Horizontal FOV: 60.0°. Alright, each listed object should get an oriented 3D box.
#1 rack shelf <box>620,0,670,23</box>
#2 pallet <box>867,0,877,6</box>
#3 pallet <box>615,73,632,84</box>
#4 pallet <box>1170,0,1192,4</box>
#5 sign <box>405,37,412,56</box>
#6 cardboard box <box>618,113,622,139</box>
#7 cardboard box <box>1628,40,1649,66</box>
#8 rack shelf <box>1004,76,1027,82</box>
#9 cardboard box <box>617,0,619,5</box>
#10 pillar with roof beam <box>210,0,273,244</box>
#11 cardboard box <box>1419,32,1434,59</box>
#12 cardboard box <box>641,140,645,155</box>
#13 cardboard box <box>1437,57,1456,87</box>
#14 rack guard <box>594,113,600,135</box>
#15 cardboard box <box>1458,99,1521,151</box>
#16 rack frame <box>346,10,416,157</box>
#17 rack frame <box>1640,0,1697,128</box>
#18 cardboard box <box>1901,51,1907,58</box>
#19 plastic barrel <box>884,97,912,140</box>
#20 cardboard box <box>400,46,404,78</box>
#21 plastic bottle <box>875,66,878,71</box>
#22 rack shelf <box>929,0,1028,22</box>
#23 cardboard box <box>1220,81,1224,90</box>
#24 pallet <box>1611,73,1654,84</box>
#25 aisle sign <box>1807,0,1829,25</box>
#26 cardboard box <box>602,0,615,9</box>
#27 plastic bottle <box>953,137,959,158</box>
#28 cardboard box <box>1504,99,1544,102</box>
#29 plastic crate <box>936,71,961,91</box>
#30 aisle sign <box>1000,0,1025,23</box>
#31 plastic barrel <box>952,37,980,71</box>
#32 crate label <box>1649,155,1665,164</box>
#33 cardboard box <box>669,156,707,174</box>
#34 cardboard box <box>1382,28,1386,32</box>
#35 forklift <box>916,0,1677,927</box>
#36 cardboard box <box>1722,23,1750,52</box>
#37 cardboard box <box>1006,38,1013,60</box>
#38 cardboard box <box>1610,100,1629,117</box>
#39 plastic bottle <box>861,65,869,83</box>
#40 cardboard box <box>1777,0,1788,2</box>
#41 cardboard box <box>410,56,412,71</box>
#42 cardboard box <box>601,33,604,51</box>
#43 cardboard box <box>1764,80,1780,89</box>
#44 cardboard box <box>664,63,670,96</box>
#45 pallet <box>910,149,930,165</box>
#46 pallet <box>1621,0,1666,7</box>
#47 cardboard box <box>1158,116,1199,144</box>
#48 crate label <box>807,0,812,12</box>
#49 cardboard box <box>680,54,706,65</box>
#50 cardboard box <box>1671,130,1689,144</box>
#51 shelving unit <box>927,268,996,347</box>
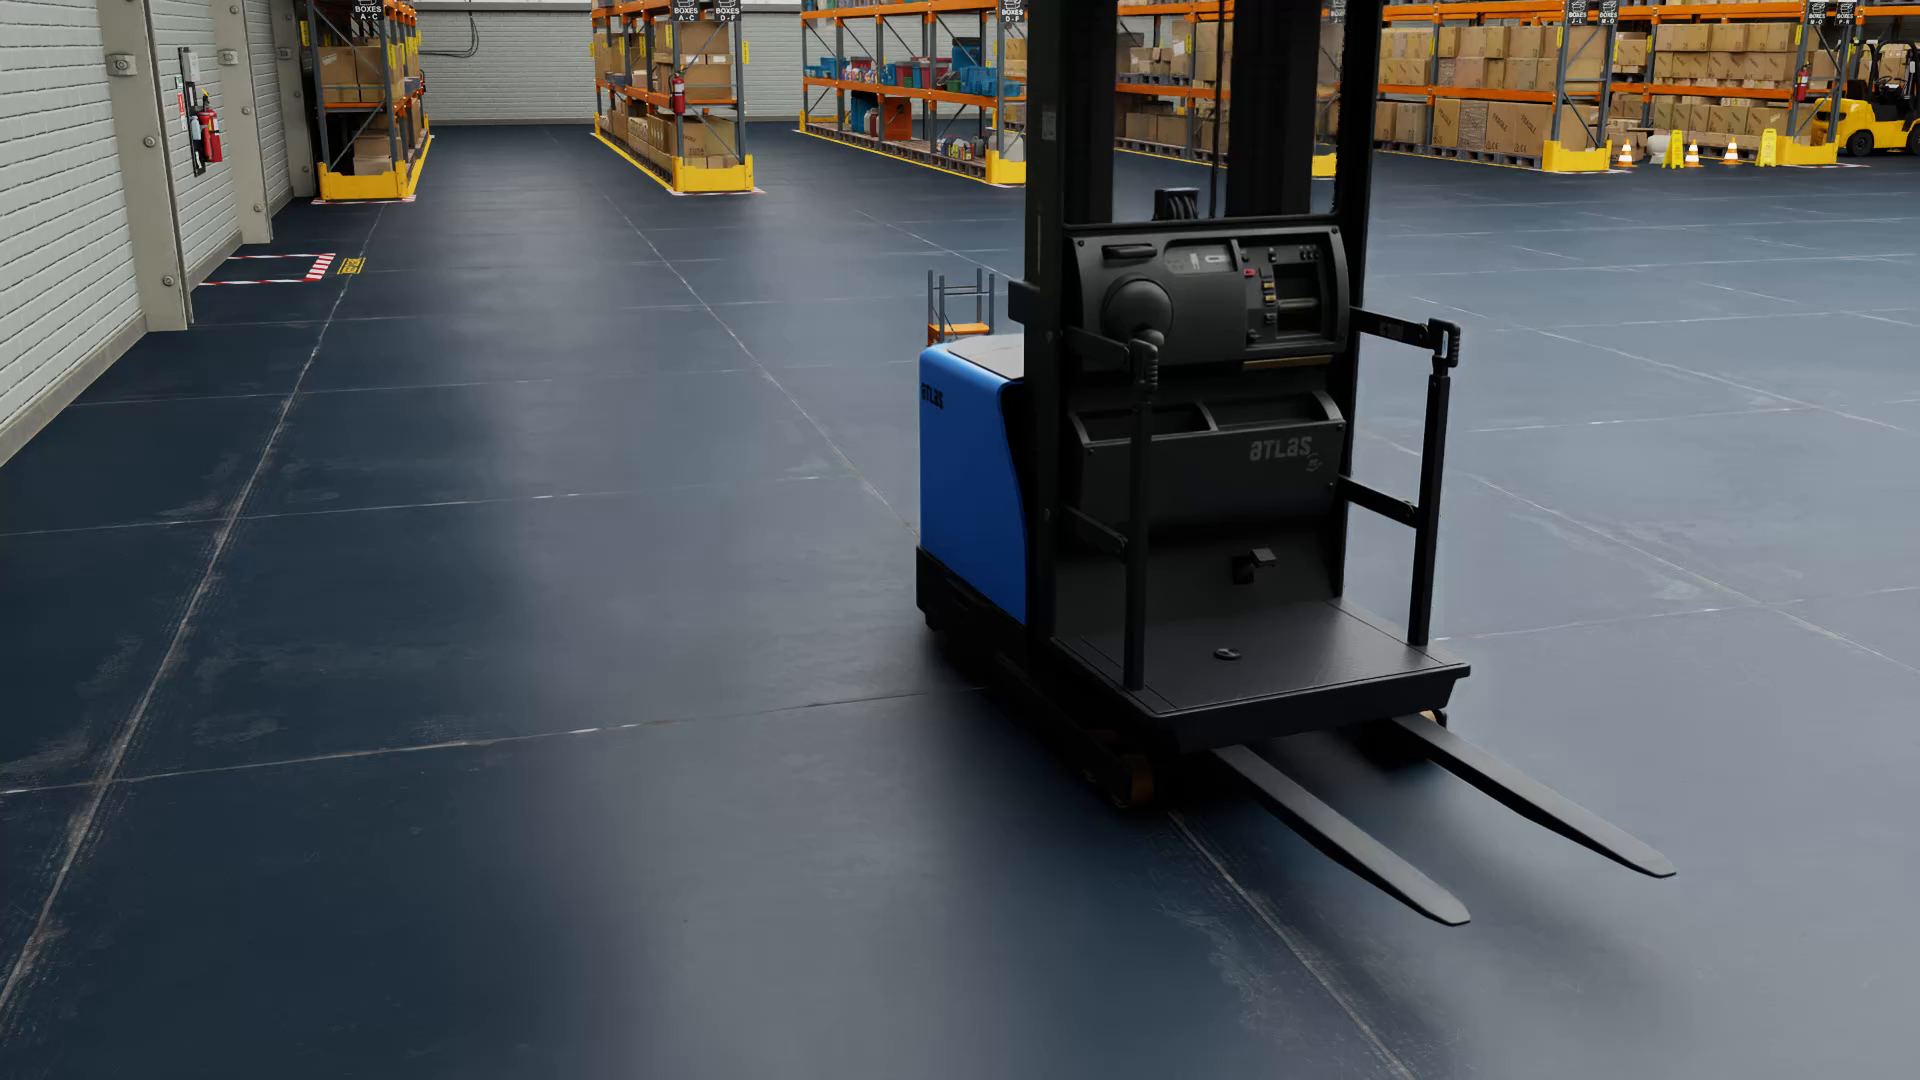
[{"bbox_3d":[-5.348,-9.442,29.706,1.077,0.370,4.000,-5,17,-15],"label":"rack shelf"},{"bbox_3d":[-1.250,-10.859,33.502,1.003,0.211,1.213,-5,17,-15],"label":"pallet"},{"bbox_3d":[-6.437,-9.348,33.693,1.003,0.211,1.213,-5,17,-15],"label":"pallet"},{"bbox_3d":[4.660,-10.104,30.988,1.213,0.211,1.003,-5,17,-15],"label":"pallet"},{"bbox_3d":[-10.140,-9.072,30.565,0.100,0.325,0.005,-5,17,-15],"label":"sign"},{"bbox_3d":[-6.672,-8.444,33.930,0.500,0.500,0.500,-5,18,-17],"label":"cardboard box"},{"bbox_3d":[13.908,-9.863,33.652,0.500,0.500,0.500,-5,17,-16],"label":"cardboard box"},{"bbox_3d":[1.979,-11.000,40.108,1.077,0.370,4.000,-5,17,-15],"label":"rack shelf"},{"bbox_3d":[-6.190,-10.646,32.292,0.910,0.500,0.500,-5,17,-15],"label":"cardboard box"},{"bbox_3d":[-3.697,-7.976,18.364,9.100,9.000,0.400,-5,17,-15],"label":"pillar with roof beam"},{"bbox_3d":[9.382,-9.606,32.306,0.700,0.500,0.500,-5,17,-16],"label":"cardboard box"},{"bbox_3d":[-5.328,-6.912,29.299,0.500,0.250,0.500,-5,17,-16],"label":"cardboard box"},{"bbox_3d":[9.637,-8.913,31.651,0.875,0.550,0.550,-5,17,-15],"label":"cardboard box"},{"bbox_3d":[-8.075,-9.897,39.532,1.175,0.500,0.348,-5,17,-15],"label":"rack guard"},{"bbox_3d":[9.881,-7.698,30.827,0.875,0.875,0.875,-5,17,-15],"label":"cardboard box"},{"bbox_3d":[-10.660,-8.510,30.569,1.000,3.000,0.127,-5,17,-15],"label":"rack frame"},{"bbox_3d":[14.256,-9.362,33.405,1.000,3.000,0.127,-5,17,-15],"label":"rack frame"},{"bbox_3d":[19.100,-9.717,33.285,0.380,0.149,0.250,-5,17,-16],"label":"cardboard box"},{"bbox_3d":[-1.285,-8.589,33.874,0.600,0.830,0.708,-5,17,-15],"label":"plastic barrel"},{"bbox_3d":[-9.133,-7.594,26.442,0.500,0.500,0.500,-5,17,-15],"label":"cardboard box"},{"bbox_3d":[-1.754,-10.085,35.898,0.144,0.351,0.185,-5,17,-15],"label":"plastic bottle"},{"bbox_3d":[0.515,-8.726,27.323,1.077,0.370,4.000,-5,17,-15],"label":"rack shelf"},{"bbox_3d":[4.756,-8.097,29.630,0.380,0.149,0.250,-5,17,-15],"label":"cardboard box"},{"bbox_3d":[14.186,-9.493,34.174,1.003,0.211,1.213,-5,17,-15],"label":"pallet"},{"bbox_3d":[15.093,-9.460,29.214,0.394,0.787,0.004,-5,17,-15],"label":"aisle sign"},{"bbox_3d":[-7.386,-11.487,35.527,0.500,0.250,0.500,-5,17,-15],"label":"cardboard box"},{"bbox_3d":[-0.043,-6.703,28.393,0.144,0.351,0.185,-5,17,-16],"label":"plastic bottle"},{"bbox_3d":[13.047,-9.850,37.991,0.875,0.875,0.875,-5,17,-16],"label":"cardboard box"},{"bbox_3d":[-0.013,-8.002,28.986,0.767,0.338,0.504,-5,17,-15],"label":"plastic crate"},{"bbox_3d":[0.799,-8.282,25.291,0.394,0.787,0.004,-5,17,-15],"label":"aisle sign"},{"bbox_3d":[0.150,-8.558,29.856,0.600,0.901,0.708,-5,17,-15],"label":"plastic barrel"},{"bbox_3d":[12.747,-6.932,30.292,0.298,0.136,0.250,16,23,42],"label":"crate label"},{"bbox_3d":[-4.131,-5.699,25.260,0.500,0.250,0.500,-5,17,-15],"label":"cardboard box"},{"bbox_3d":[11.104,-13.111,42.846,0.380,0.149,0.250,-5,17,-15],"label":"cardboard box"},{"bbox_3d":[0.855,-0.757,4.877,1.130,2.935,3.031,-7,18,-21],"label":"forklift"},{"bbox_3d":[14.634,-9.322,30.844,0.700,0.500,0.500,-5,17,-16],"label":"cardboard box"},{"bbox_3d":[1.439,-12.035,40.744,0.500,0.500,0.500,-5,17,-17],"label":"cardboard box"},{"bbox_3d":[16.746,-10.821,41.876,0.500,0.500,0.500,-4,17,-13],"label":"cardboard box"},{"bbox_3d":[-1.973,-9.711,34.653,0.144,0.351,0.185,-5,17,-15],"label":"plastic bottle"},{"bbox_3d":[14.888,-9.715,29.801,0.380,0.149,0.250,-5,17,-15],"label":"cardboard box"},{"bbox_3d":[-10.817,-9.147,31.965,0.500,0.500,0.500,-5,17,-16],"label":"cardboard box"},{"bbox_3d":[-7.528,-10.797,36.270,0.500,0.500,0.500,-5,17,-16],"label":"cardboard box"},{"bbox_3d":[14.870,-8.283,30.250,0.380,0.149,0.250,-5,17,-16],"label":"cardboard box"},{"bbox_3d":[-4.385,-7.437,26.824,0.700,0.500,0.500,-4,17,-14],"label":"cardboard box"},{"bbox_3d":[-0.288,-7.066,30.607,1.003,0.211,1.213,-5,17,-15],"label":"pallet"},{"bbox_3d":[14.189,-10.888,33.597,1.213,0.211,1.003,-5,17,-15],"label":"pallet"},{"bbox_3d":[4.312,-8.052,32.623,0.700,0.500,0.500,-6,18,-20],"label":"cardboard box"},{"bbox_3d":[-3.390,-12.591,39.198,0.408,0.251,0.502,-5,17,-15],"label":"crate label"},{"bbox_3d":[-3.987,-7.139,24.703,0.380,0.149,0.250,-5,17,-16],"label":"cardboard box"},{"bbox_3d":[14.316,-7.915,32.637,0.500,0.250,0.500,-4,17,-12],"label":"cardboard box"},{"bbox_3d":[0.004,-0.571,7.266,0.258,1.200,0.189,-5,17,-15],"label":"shelving unit"}]
